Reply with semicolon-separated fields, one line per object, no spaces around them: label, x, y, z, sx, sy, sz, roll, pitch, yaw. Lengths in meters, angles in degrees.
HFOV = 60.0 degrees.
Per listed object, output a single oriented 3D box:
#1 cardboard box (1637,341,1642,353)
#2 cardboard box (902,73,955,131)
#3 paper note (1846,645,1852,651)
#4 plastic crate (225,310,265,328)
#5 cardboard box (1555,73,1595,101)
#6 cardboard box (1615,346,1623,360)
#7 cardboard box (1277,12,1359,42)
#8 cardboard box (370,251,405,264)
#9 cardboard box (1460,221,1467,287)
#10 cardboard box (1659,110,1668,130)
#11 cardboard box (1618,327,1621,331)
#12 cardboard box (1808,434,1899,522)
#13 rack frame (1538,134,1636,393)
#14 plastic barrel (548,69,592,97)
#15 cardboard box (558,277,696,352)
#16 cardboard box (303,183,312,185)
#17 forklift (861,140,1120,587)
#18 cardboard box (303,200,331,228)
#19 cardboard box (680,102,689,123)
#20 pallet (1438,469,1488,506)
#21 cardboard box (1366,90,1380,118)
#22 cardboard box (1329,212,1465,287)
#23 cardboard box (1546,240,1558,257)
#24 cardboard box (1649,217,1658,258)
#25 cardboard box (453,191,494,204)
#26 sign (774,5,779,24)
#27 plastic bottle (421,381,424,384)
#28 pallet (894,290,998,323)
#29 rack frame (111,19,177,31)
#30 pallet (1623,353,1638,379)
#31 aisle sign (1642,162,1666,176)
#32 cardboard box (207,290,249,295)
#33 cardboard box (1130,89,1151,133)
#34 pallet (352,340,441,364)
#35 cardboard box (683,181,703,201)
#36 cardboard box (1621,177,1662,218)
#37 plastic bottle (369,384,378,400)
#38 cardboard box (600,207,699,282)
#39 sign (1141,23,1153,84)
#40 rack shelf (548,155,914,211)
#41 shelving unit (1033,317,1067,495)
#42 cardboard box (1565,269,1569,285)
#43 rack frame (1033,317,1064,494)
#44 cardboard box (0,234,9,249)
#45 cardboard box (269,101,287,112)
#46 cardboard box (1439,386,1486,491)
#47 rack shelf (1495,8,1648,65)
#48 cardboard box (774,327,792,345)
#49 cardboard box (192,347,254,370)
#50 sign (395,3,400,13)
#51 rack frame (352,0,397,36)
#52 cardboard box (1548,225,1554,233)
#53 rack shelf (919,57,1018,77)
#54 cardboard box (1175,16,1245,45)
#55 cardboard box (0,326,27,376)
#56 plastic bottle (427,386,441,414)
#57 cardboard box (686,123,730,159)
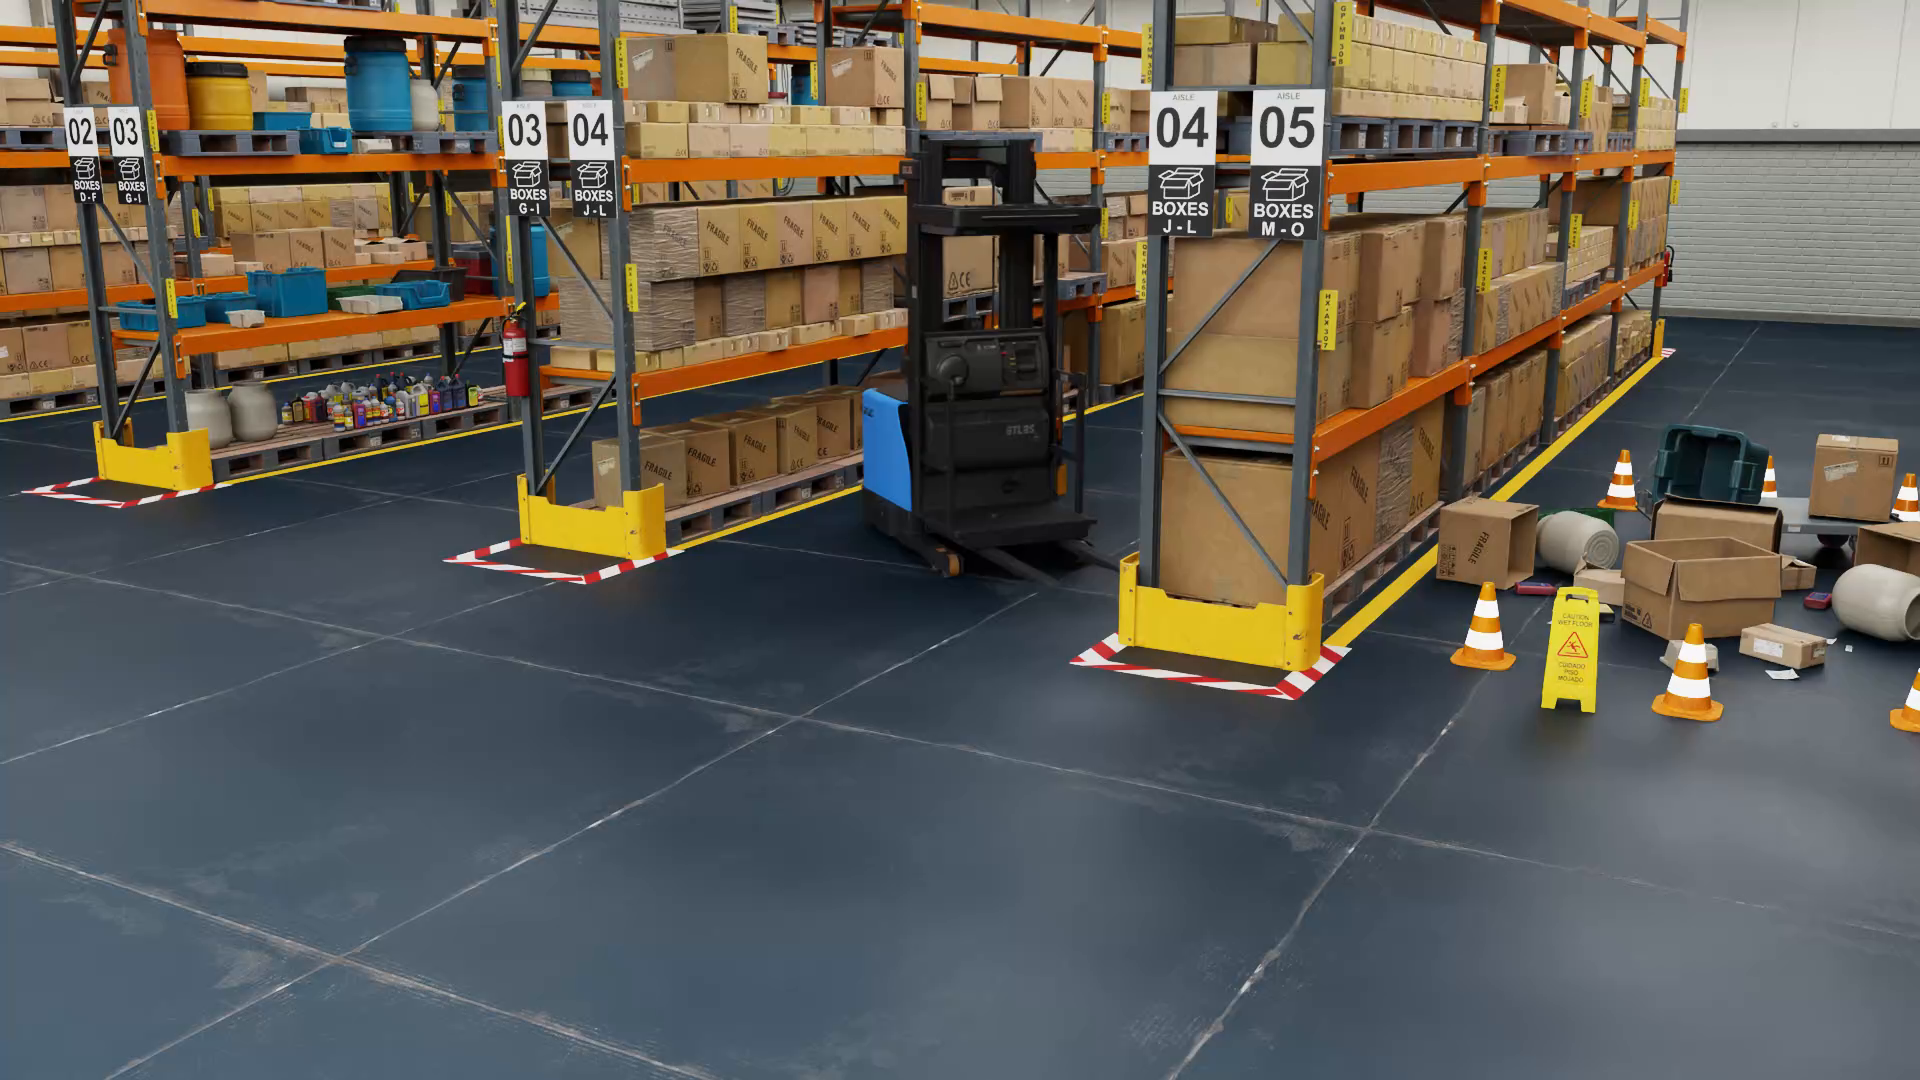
cardboard box;8.781;-2.562;21.946;0.380;0.149;0.250;7;15;26
cardboard box;-0.512;-4.014;15.266;0.797;0.503;0.637;7;15;25
paper note;5.267;0.642;9.851;0.032;0.001;0.123;7;15;28
plastic crate;-6.381;-1.976;14.890;0.298;0.136;0.250;7;15;28
cardboard box;6.087;-4.490;16.513;0.396;0.266;0.258;7;15;28
cardboard box;7.790;-2.276;20.125;0.380;0.149;0.250;8;16;31
cardboard box;1.974;-2.822;9.162;0.380;0.149;0.250;8;15;29
cardboard box;-7.755;-3.822;22.522;0.380;0.149;0.250;7;15;28
cardboard box;3.702;-2.271;13.205;0.700;0.500;0.500;7;15;27
cardboard box;8.772;-5.390;21.346;0.500;0.250;0.500;8;16;29
cardboard box;8.053;-2.593;20.805;0.380;0.149;0.250;7;15;27
cardboard box;6.277;-0.442;11.683;0.500;0.500;0.500;7;15;28
rack frame;7.335;-3.275;19.716;1.000;3.000;0.127;7;15;28
plastic barrel;-4.473;-4.876;18.891;0.600;0.901;0.708;7;15;28
cardboard box;-2.470;-1.698;12.330;0.875;0.500;0.500;7;15;28
cardboard box;-10.902;-5.832;27.834;0.500;0.250;0.500;7;15;26
forklift;0.282;-1.277;11.578;1.130;2.935;3.031;-6;15;-23
cardboard box;-10.694;-5.310;27.267;0.500;0.500;0.500;8;16;30
cardboard box;-2.200;-3.113;12.114;0.380;0.149;0.250;7;15;27
pallet;3.774;-0.445;13.927;1.003;0.211;1.213;7;15;28
cardboard box;2.224;-2.539;9.693;0.380;0.149;0.250;7;15;28
cardboard box;3.259;-2.159;12.466;0.875;0.550;0.550;7;15;28
cardboard box;5.796;-2.899;16.529;0.380;0.149;0.250;7;15;28
cardboard box;8.786;-3.957;21.699;0.500;0.500;0.500;7;15;28
cardboard box;-8.989;-6.096;30.778;0.980;0.700;0.700;7;15;25
sign;-3.219;-9.182;29.087;0.100;0.325;0.005;7;15;28
plastic bottle;-5.748;-1.594;17.778;0.097;0.201;0.097;0;14;0
pallet;-0.329;-2.263;15.930;1.003;0.211;1.213;7;15;28
rack frame;-9.496;-6.256;19.281;1.000;3.000;0.127;7;15;28
pallet;8.217;-2.312;21.674;1.003;0.211;1.213;7;15;28
aisle sign;9.566;-5.340;22.737;0.394;0.787;0.004;7;15;28
cardboard box;-11.430;-4.015;26.480;0.750;0.750;0.750;7;15;27
cardboard box;2.077;-5.171;20.065;0.797;0.503;0.637;7;15;27
pallet;-7.994;-2.640;23.033;1.003;0.211;1.213;7;15;28
cardboard box;-4.656;-5.791;27.809;0.500;0.500;0.500;7;15;26
cardboard box;8.776;-4.441;21.572;0.500;0.500;0.500;8;16;31
plastic bottle;-6.045;-1.473;17.126;0.097;0.271;0.097;0;14;0
cardboard box;-2.255;-2.157;12.098;0.500;0.500;0.500;7;15;28
sign;1.065;-2.727;9.325;0.100;0.325;0.005;7;15;28
rack shelf;-1.793;-2.914;13.356;1.077;0.370;4.000;7;15;28
shelving unit;0.316;-1.087;13.840;1.083;1.500;0.587;-12;18;-40
cardboard box;5.924;-2.660;16.807;0.380;0.149;0.250;8;16;31
rack frame;0.688;-1.165;14.164;0.032;1.500;0.500;-12;18;-40
cardboard box;-10.430;-3.203;17.822;0.380;0.149;0.250;7;15;27
cardboard box;-11.227;-6.774;26.678;0.700;0.500;0.500;8;16;31
cardboard box;3.689;-0.881;13.693;1.050;0.750;0.750;7;15;28
rack shelf;6.368;-5.237;17.443;1.077;0.370;4.000;7;15;28
cardboard box;-1.598;-1.668;13.587;0.380;0.149;0.250;7;15;28
cardboard box;-9.084;-2.261;20.484;0.500;0.250;0.500;7;15;27
sign;-9.486;-8.891;28.050;0.100;0.325;0.005;7;15;28
rack frame;-9.967;-8.457;28.414;1.000;3.000;0.127;7;15;28
cardboard box;6.742;-3.617;19.508;0.380;0.149;0.250;8;16;31
rack shelf;-0.327;-7.201;25.591;1.077;0.370;4.000;7;15;28
cardboard box;1.399;-2.897;9.474;0.380;0.149;0.250;8;15;29
cardboard box;-10.505;-2.042;17.975;0.500;0.500;0.500;7;15;28
plastic bottle;-5.356;-1.428;16.915;0.061;0.283;0.133;9;16;32
cardboard box;-2.056;-2.957;12.318;0.500;0.250;0.500;7;15;27
